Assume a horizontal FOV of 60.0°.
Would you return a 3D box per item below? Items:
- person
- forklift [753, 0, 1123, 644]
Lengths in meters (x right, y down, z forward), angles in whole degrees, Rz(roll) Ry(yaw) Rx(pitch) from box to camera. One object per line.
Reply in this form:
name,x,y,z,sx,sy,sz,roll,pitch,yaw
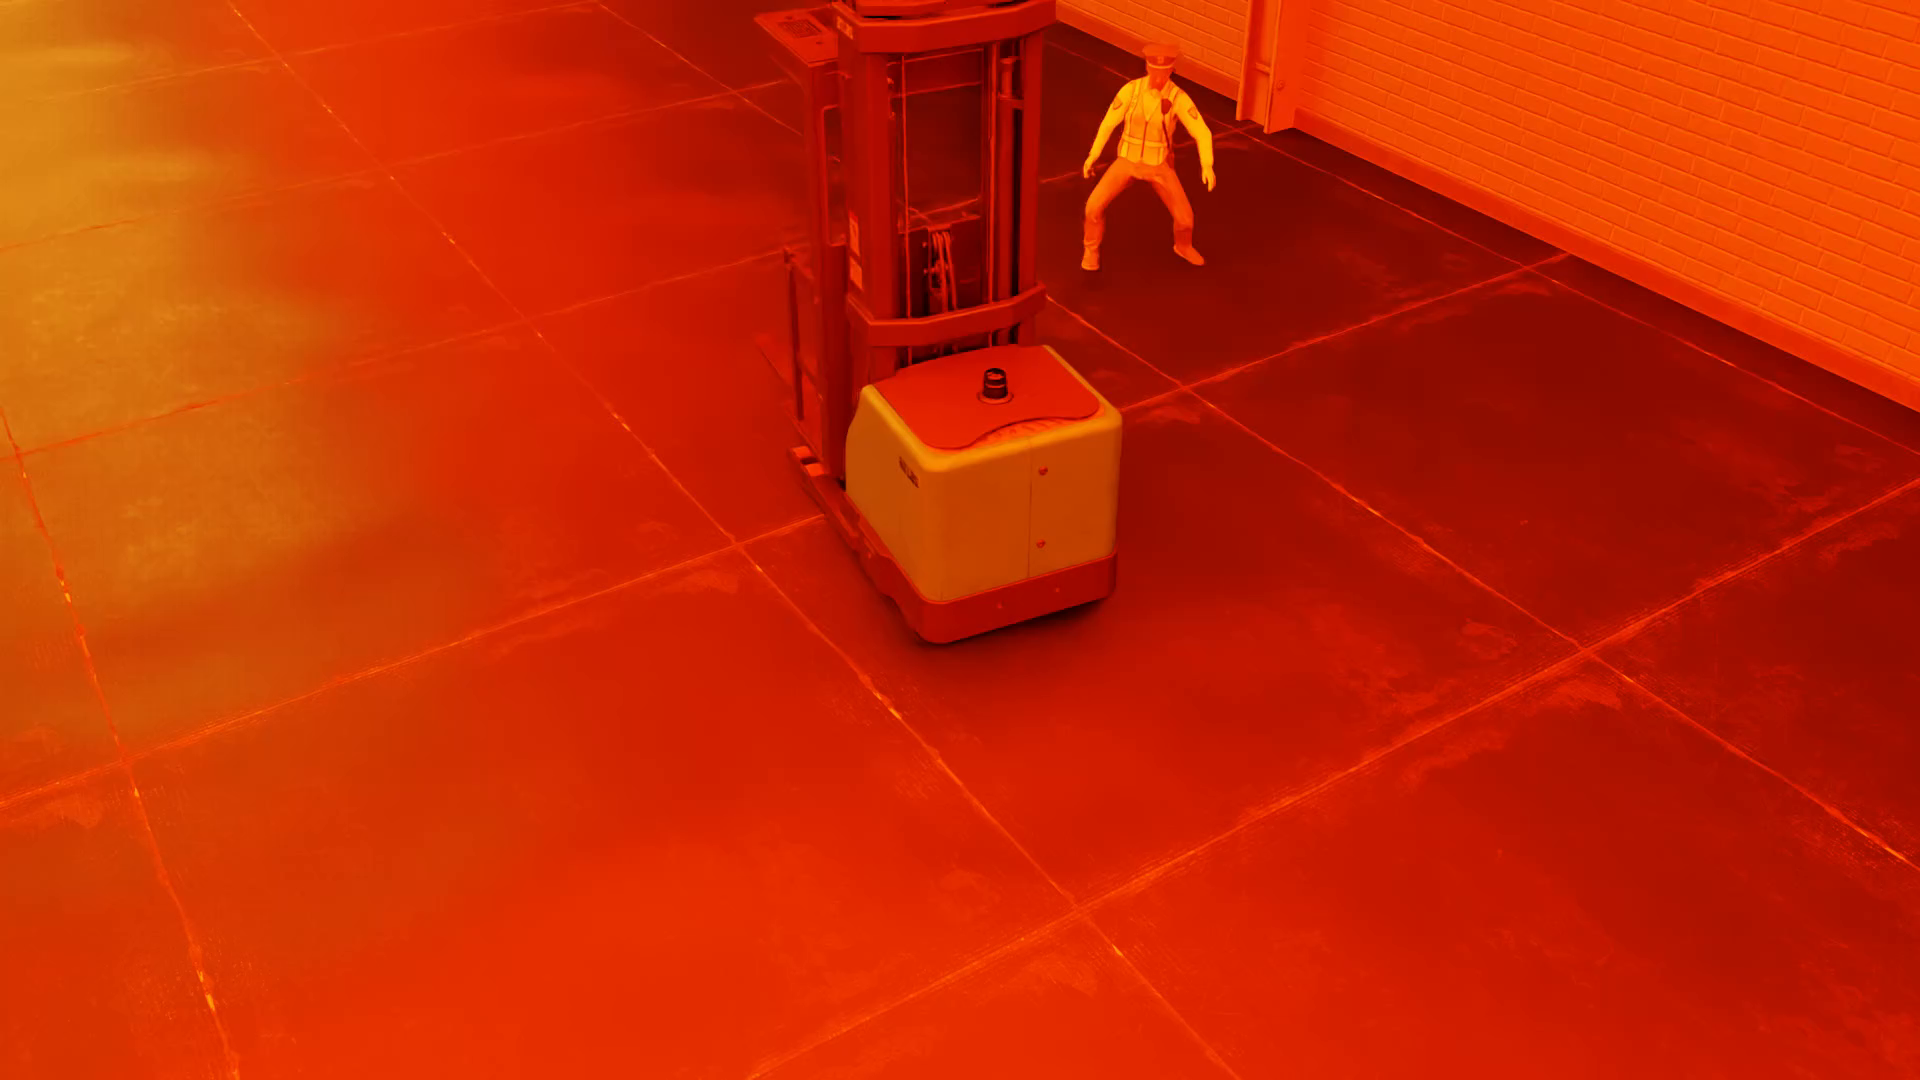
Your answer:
person,1.268,-2.477,10.926,0.881,1.545,0.667,9,36,13
forklift,-0.309,-1.545,8.347,1.130,2.935,3.031,-15,38,-20
